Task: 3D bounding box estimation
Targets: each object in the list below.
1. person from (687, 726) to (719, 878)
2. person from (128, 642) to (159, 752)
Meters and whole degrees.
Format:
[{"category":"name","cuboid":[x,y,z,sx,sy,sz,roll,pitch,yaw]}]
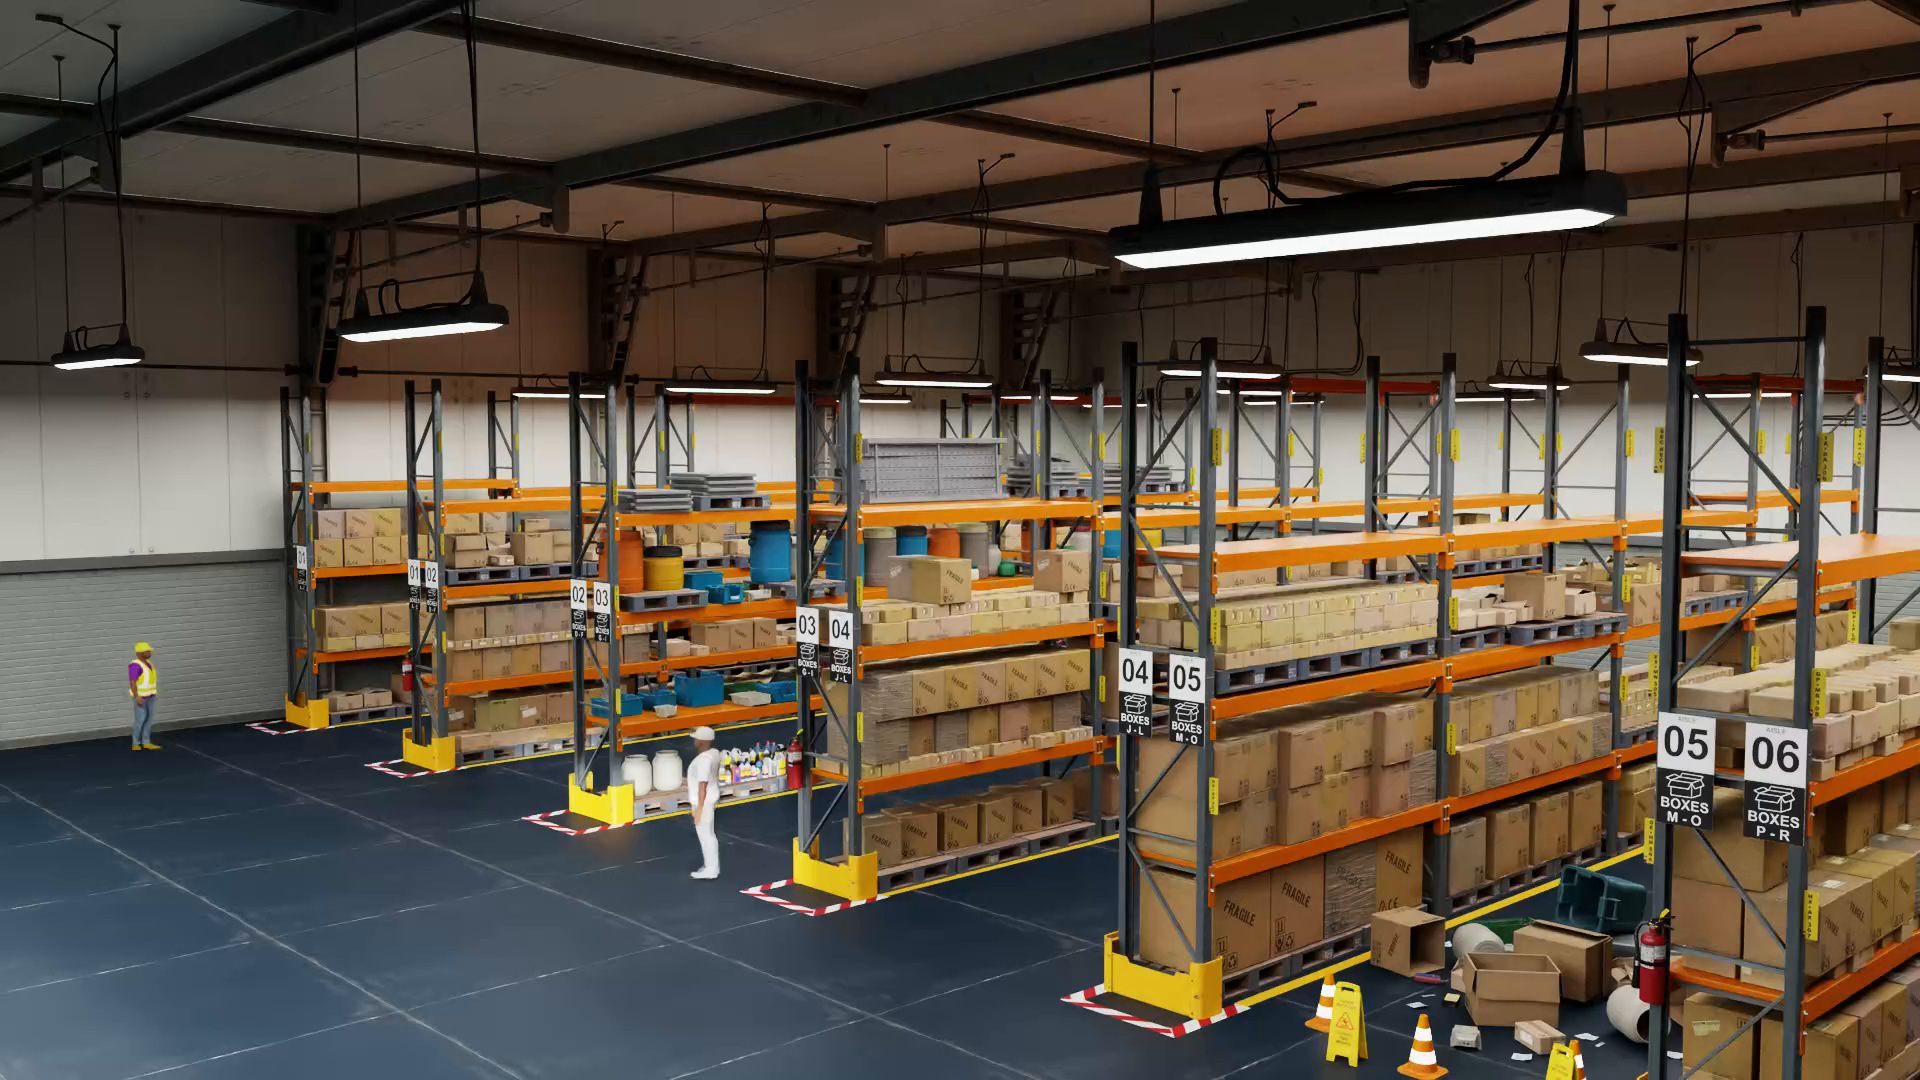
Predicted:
[{"category":"person","cuboid":[-2.979,3.046,19.302,0.359,1.775,0.683,0,4,4]},{"category":"person","cuboid":[-13.330,2.551,27.140,0.430,1.770,0.611,1,4,12]}]
